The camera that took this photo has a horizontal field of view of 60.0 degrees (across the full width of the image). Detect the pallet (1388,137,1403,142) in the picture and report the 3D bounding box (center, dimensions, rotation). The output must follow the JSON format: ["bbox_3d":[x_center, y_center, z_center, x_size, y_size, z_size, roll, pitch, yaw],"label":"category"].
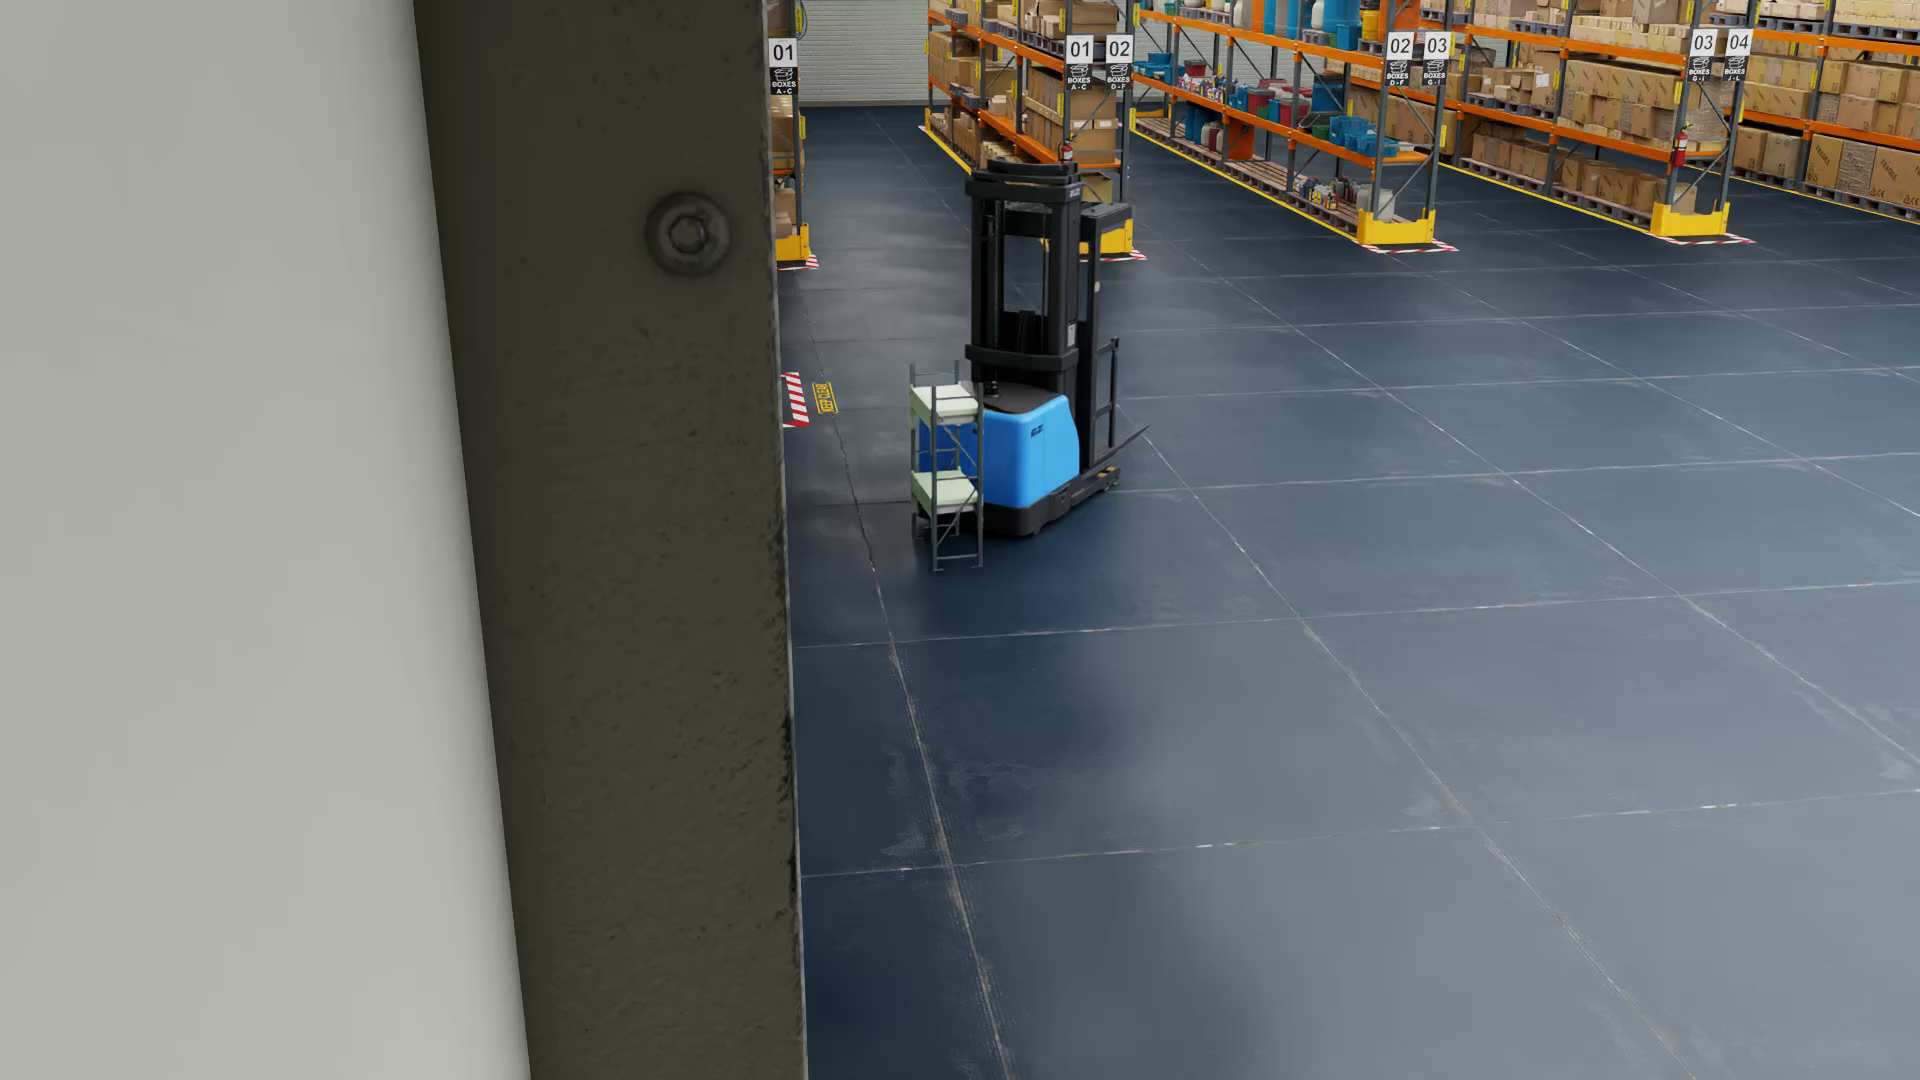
[{"bbox_3d":[10.307,-8.952,37.382,1.003,0.211,1.213,-3,21,-8],"label":"pallet"}]

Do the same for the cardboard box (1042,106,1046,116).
[{"bbox_3d":[1.545,-6.965,27.007,0.380,0.149,0.250,-3,21,-8],"label":"cardboard box"}]

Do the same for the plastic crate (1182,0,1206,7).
[{"bbox_3d":[5.312,-12.060,37.617,0.497,0.269,0.590,-3,21,-8],"label":"plastic crate"}]

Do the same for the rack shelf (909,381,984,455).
[{"bbox_3d":[-0.111,-0.962,13.034,0.431,0.370,0.720,-5,21,-13],"label":"rack shelf"}]

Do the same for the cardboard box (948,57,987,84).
[{"bbox_3d":[0.164,-10.091,35.705,0.700,0.500,0.500,-10,23,-26],"label":"cardboard box"}]

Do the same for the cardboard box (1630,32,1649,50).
[{"bbox_3d":[11.389,-8.206,27.328,0.500,0.250,0.500,-2,21,-7],"label":"cardboard box"}]

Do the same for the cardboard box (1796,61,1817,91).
[{"bbox_3d":[16.119,-8.654,31.026,0.700,0.500,0.500,-3,21,-9],"label":"cardboard box"}]

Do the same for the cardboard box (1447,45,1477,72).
[{"bbox_3d":[10.517,-10.133,34.983,0.797,0.503,0.637,-2,21,-6],"label":"cardboard box"}]

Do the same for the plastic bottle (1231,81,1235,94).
[{"bbox_3d":[5.704,-9.511,34.965,0.144,0.351,0.185,-3,21,-8],"label":"plastic bottle"}]

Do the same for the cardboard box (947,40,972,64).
[{"bbox_3d":[-0.012,-10.700,36.506,0.500,0.500,0.500,-3,21,-7],"label":"cardboard box"}]

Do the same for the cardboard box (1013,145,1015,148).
[{"bbox_3d":[1.295,-7.461,31.933,0.500,0.311,0.500,-3,21,-9],"label":"cardboard box"}]

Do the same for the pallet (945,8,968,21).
[{"bbox_3d":[0.342,-11.111,35.159,1.213,0.211,1.003,-3,21,-8],"label":"pallet"}]

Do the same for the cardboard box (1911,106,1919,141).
[{"bbox_3d":[16.574,-6.968,27.870,0.875,0.550,0.550,-3,21,-8],"label":"cardboard box"}]

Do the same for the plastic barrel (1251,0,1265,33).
[{"bbox_3d":[5.794,-9.971,31.226,0.600,0.830,0.708,-3,21,-8],"label":"plastic barrel"}]

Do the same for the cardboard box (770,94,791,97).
[{"bbox_3d":[-3.057,-7.144,27.672,0.500,0.500,0.500,-3,21,-8],"label":"cardboard box"}]

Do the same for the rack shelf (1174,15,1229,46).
[{"bbox_3d":[5.508,-10.647,34.678,1.077,0.370,4.000,-3,21,-8],"label":"rack shelf"}]

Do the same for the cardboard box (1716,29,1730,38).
[{"bbox_3d":[12.040,-7.995,26.193,0.380,0.149,0.250,-3,21,-8],"label":"cardboard box"}]

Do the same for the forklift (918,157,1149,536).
[{"bbox_3d":[0.799,-1.877,14.553,1.130,2.935,3.031,11,23,27],"label":"forklift"}]

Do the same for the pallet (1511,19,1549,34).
[{"bbox_3d":[11.138,-9.647,31.239,1.213,0.211,1.003,-3,21,-8],"label":"pallet"}]

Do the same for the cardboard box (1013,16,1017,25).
[{"bbox_3d":[1.256,-9.450,30.058,0.500,0.250,0.500,-5,21,-12],"label":"cardboard box"}]

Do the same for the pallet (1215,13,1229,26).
[{"bbox_3d":[5.783,-10.473,33.453,1.003,0.211,1.213,-3,21,-8],"label":"pallet"}]

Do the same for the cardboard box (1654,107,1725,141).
[{"bbox_3d":[11.799,-6.745,26.919,0.875,0.500,0.500,-3,21,-8],"label":"cardboard box"}]

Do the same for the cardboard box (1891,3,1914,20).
[{"bbox_3d":[16.211,-8.977,28.222,0.500,0.250,0.500,-3,21,-7],"label":"cardboard box"}]

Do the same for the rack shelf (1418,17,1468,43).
[{"bbox_3d":[10.409,-10.897,35.346,1.077,0.370,4.000,-3,21,-8],"label":"rack shelf"}]

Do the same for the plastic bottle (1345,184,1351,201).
[{"bbox_3d":[6.727,-6.035,28.840,0.061,0.283,0.133,-3,21,-8],"label":"plastic bottle"}]

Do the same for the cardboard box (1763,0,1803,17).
[{"bbox_3d":[15.727,-10.170,31.754,0.500,0.311,0.500,-4,21,-10],"label":"cardboard box"}]

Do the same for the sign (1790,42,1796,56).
[{"bbox_3d":[19.378,-11.435,38.696,0.100,0.325,0.005,-3,21,-8],"label":"sign"}]

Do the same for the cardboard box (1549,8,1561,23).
[{"bbox_3d":[11.040,-9.611,30.466,0.396,0.266,0.258,-2,21,-6],"label":"cardboard box"}]

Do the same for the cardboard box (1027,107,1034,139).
[{"bbox_3d":[1.541,-7.147,28.421,0.700,0.500,0.500,-3,21,-9],"label":"cardboard box"}]

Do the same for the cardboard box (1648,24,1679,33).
[{"bbox_3d":[11.460,-8.332,27.094,0.380,0.149,0.250,-3,21,-7],"label":"cardboard box"}]

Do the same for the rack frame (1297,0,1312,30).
[{"bbox_3d":[6.373,-10.312,28.465,1.000,3.000,0.127,-3,21,-8],"label":"rack frame"}]

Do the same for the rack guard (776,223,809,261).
[{"bbox_3d":[-2.865,-4.473,24.976,1.175,0.500,0.348,-3,21,-8],"label":"rack guard"}]

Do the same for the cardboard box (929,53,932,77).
[{"bbox_3d":[-0.456,-11.288,39.509,0.500,0.500,0.500,-2,21,-7],"label":"cardboard box"}]

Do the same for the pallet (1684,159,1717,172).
[{"bbox_3d":[15.659,-7.769,34.214,1.003,0.211,1.213,-3,21,-8],"label":"pallet"}]

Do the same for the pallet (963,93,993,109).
[{"bbox_3d":[0.727,-8.779,33.210,1.213,0.211,1.003,-3,21,-8],"label":"pallet"}]

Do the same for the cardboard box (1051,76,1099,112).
[{"bbox_3d":[1.830,-7.060,26.334,0.700,0.500,0.500,-3,21,-8],"label":"cardboard box"}]

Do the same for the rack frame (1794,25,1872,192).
[{"bbox_3d":[16.197,-7.967,30.759,1.000,3.000,0.127,-3,21,-8],"label":"rack frame"}]

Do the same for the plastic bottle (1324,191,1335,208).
[{"bbox_3d":[6.242,-5.749,28.087,0.152,0.276,0.135,-3,21,-7],"label":"plastic bottle"}]

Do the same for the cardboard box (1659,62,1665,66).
[{"bbox_3d":[15.024,-10.034,35.202,0.380,0.149,0.250,-2,21,-6],"label":"cardboard box"}]

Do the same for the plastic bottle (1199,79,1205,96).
[{"bbox_3d":[5.123,-9.545,35.056,0.144,0.351,0.185,-3,21,-8],"label":"plastic bottle"}]

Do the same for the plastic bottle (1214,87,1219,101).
[{"bbox_3d":[5.256,-9.133,34.066,0.097,0.271,0.097,0,20,0],"label":"plastic bottle"}]

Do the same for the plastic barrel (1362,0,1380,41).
[{"bbox_3d":[6.659,-8.195,26.215,0.600,0.588,0.600,0,20,0],"label":"plastic barrel"}]

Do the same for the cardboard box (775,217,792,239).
[{"bbox_3d":[-2.865,-4.808,25.516,0.500,0.311,0.500,-5,21,-14],"label":"cardboard box"}]

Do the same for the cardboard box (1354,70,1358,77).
[{"bbox_3d":[9.532,-11.026,39.309,0.380,0.149,0.250,-3,21,-7],"label":"cardboard box"}]

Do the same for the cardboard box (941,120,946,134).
[{"bbox_3d":[-0.153,-9.412,37.844,0.500,0.311,0.500,-3,21,-8],"label":"cardboard box"}]

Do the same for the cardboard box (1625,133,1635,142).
[{"bbox_3d":[11.409,-6.769,27.912,0.380,0.149,0.250,-3,21,-8],"label":"cardboard box"}]

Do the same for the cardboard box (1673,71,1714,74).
[{"bbox_3d":[11.976,-7.399,27.242,0.500,0.500,0.500,-3,21,-8],"label":"cardboard box"}]

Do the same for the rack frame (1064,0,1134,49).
[{"bbox_3d":[2.047,-8.679,24.091,1.000,3.000,0.127,-3,21,-8],"label":"rack frame"}]

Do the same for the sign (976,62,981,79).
[{"bbox_3d":[0.359,-9.113,32.286,0.100,0.325,0.005,-3,21,-8],"label":"sign"}]

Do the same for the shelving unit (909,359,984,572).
[{"bbox_3d":[-0.111,-0.597,13.170,0.431,1.500,0.755,-5,21,-13],"label":"shelving unit"}]

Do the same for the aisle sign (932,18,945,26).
[{"bbox_3d":[-0.560,-12.635,39.542,0.394,0.787,0.004,-3,21,-8],"label":"aisle sign"}]

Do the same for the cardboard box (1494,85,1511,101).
[{"bbox_3d":[10.712,-8.671,32.259,0.500,0.250,0.500,-4,21,-9],"label":"cardboard box"}]

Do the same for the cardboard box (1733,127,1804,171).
[{"bbox_3d":[15.883,-7.654,32.538,1.050,0.750,0.750,-3,21,-8],"label":"cardboard box"}]

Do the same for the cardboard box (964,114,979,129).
[{"bbox_3d":[0.363,-8.710,34.621,0.500,0.250,0.500,-3,21,-9],"label":"cardboard box"}]

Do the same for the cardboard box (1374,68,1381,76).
[{"bbox_3d":[9.798,-10.730,37.947,0.500,0.250,0.500,-3,21,-9],"label":"cardboard box"}]

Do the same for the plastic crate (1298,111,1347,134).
[{"bbox_3d":[6.323,-7.285,29.023,0.767,0.338,0.504,-3,21,-8],"label":"plastic crate"}]

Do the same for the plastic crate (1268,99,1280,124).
[{"bbox_3d":[5.906,-7.861,30.498,0.392,0.384,0.575,-3,21,-8],"label":"plastic crate"}]
